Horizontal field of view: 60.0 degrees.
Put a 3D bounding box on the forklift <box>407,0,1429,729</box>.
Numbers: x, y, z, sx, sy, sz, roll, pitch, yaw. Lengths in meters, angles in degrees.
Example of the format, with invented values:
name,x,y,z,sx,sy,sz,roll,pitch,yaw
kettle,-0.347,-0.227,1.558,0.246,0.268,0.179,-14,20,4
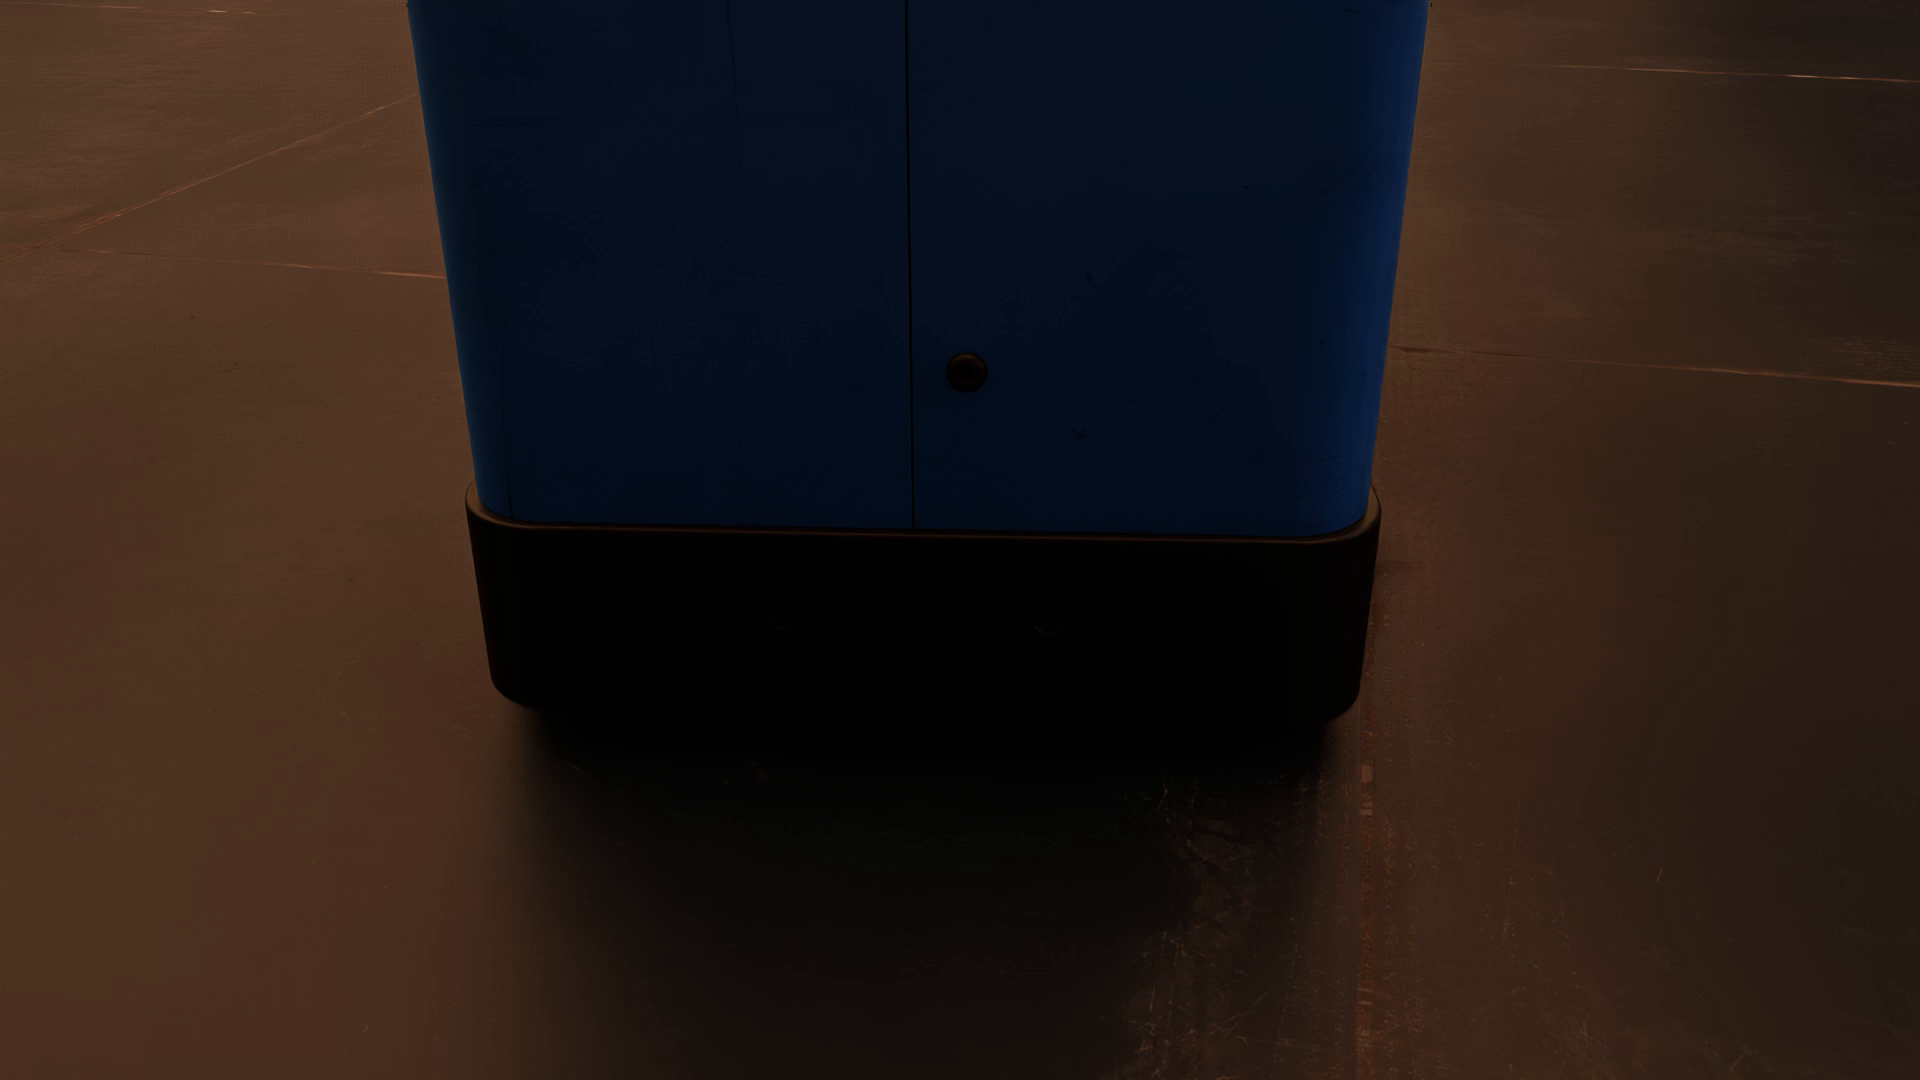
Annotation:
name,x,y,z,sx,sy,sz,roll,pitch,yaw
forklift,0.016,-1.717,2.649,1.130,2.935,3.031,1,27,2
